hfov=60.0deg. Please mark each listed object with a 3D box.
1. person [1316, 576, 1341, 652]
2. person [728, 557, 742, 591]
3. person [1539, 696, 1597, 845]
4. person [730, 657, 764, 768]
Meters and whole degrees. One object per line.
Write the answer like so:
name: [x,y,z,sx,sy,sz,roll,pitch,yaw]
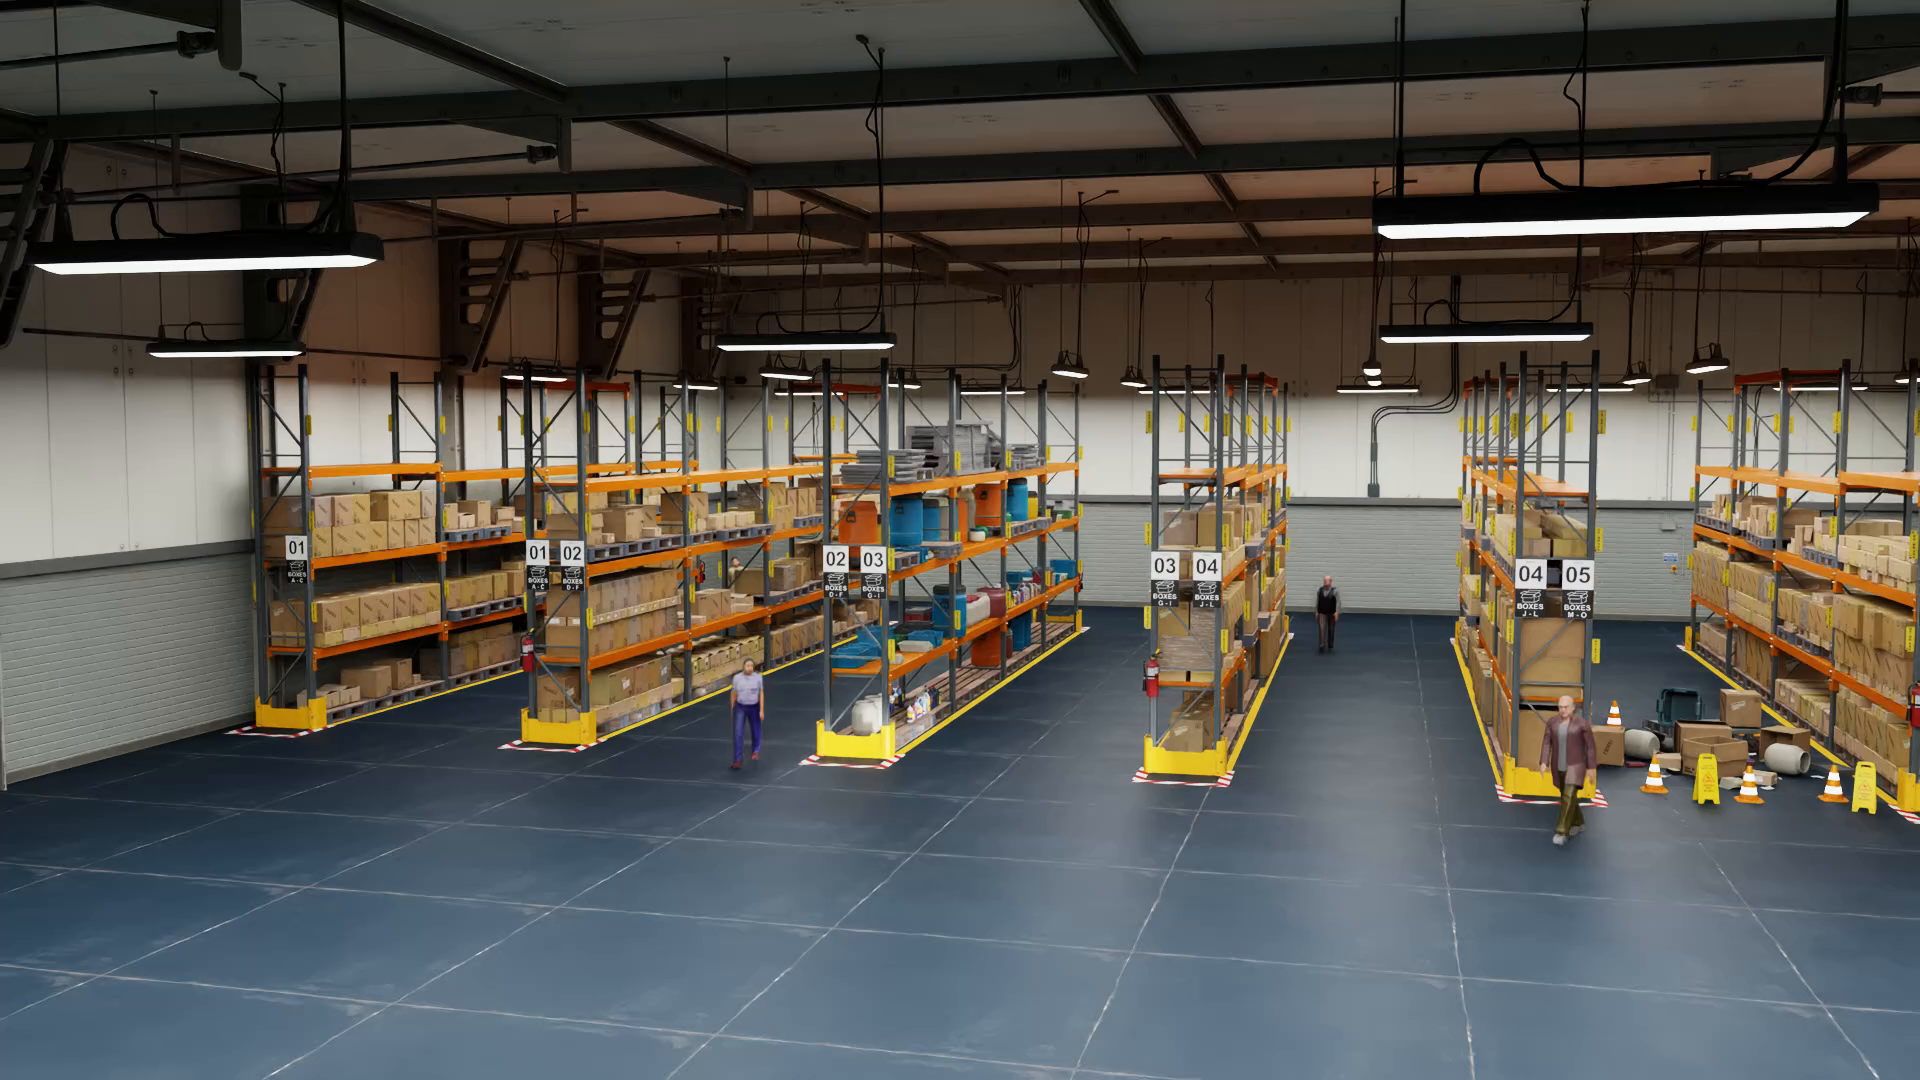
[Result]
person: [8.129,1.624,36.726,0.551,1.663,1.074,1,4,15]
person: [-5.713,1.242,42.562,0.546,1.606,1.025,0,4,-3]
person: [7.251,2.735,19.946,1.049,1.731,0.611,-3,5,-39]
person: [-3.149,2.507,24.477,0.514,1.612,0.821,-1,4,-11]
